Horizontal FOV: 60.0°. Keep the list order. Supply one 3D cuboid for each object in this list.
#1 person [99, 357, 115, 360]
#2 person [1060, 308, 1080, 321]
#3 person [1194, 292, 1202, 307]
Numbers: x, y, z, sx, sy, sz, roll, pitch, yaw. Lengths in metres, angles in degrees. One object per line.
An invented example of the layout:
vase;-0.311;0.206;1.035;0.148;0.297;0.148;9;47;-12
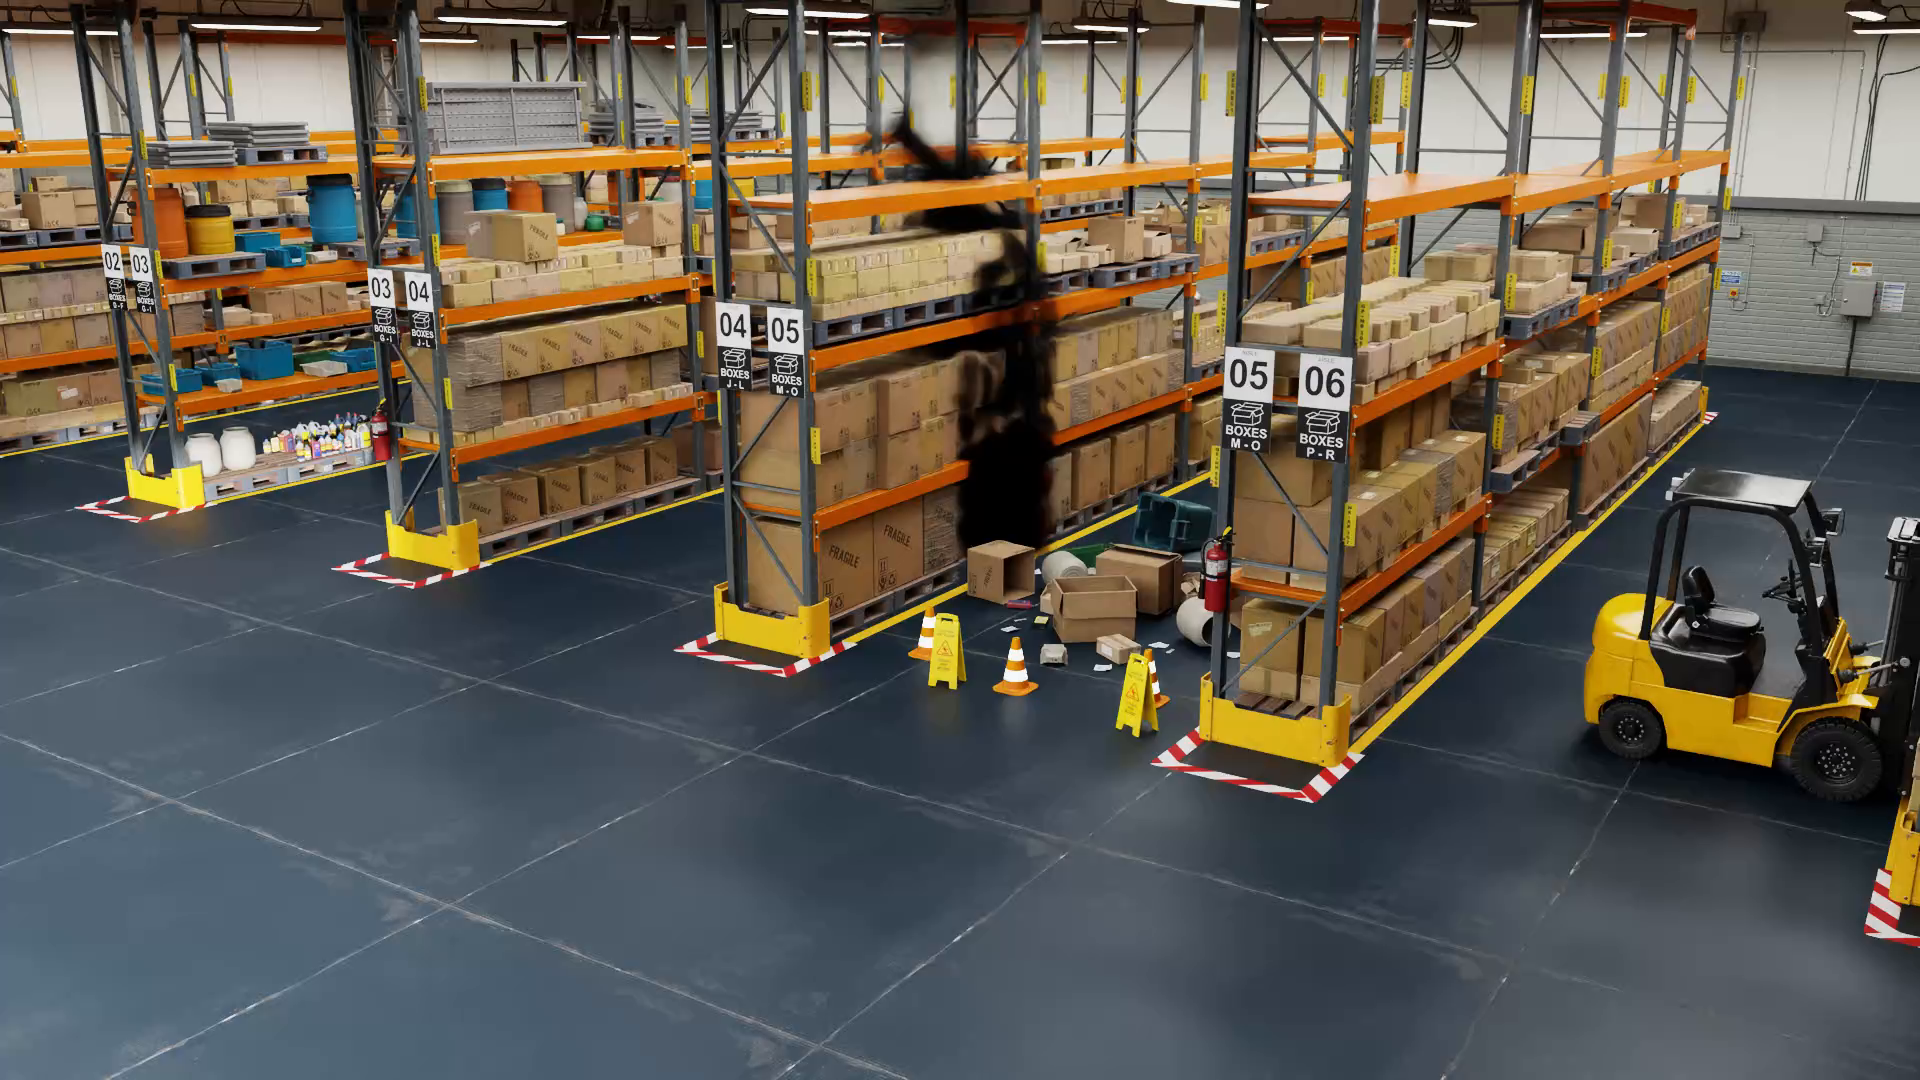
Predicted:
person;-13.792;-3.052;27.064;0.543;1.741;0.725;7;17;22
person;1.778;-2.990;26.828;0.662;1.756;0.837;9;18;29
person;3.854;-3.124;27.170;0.616;1.852;0.783;12;20;37
